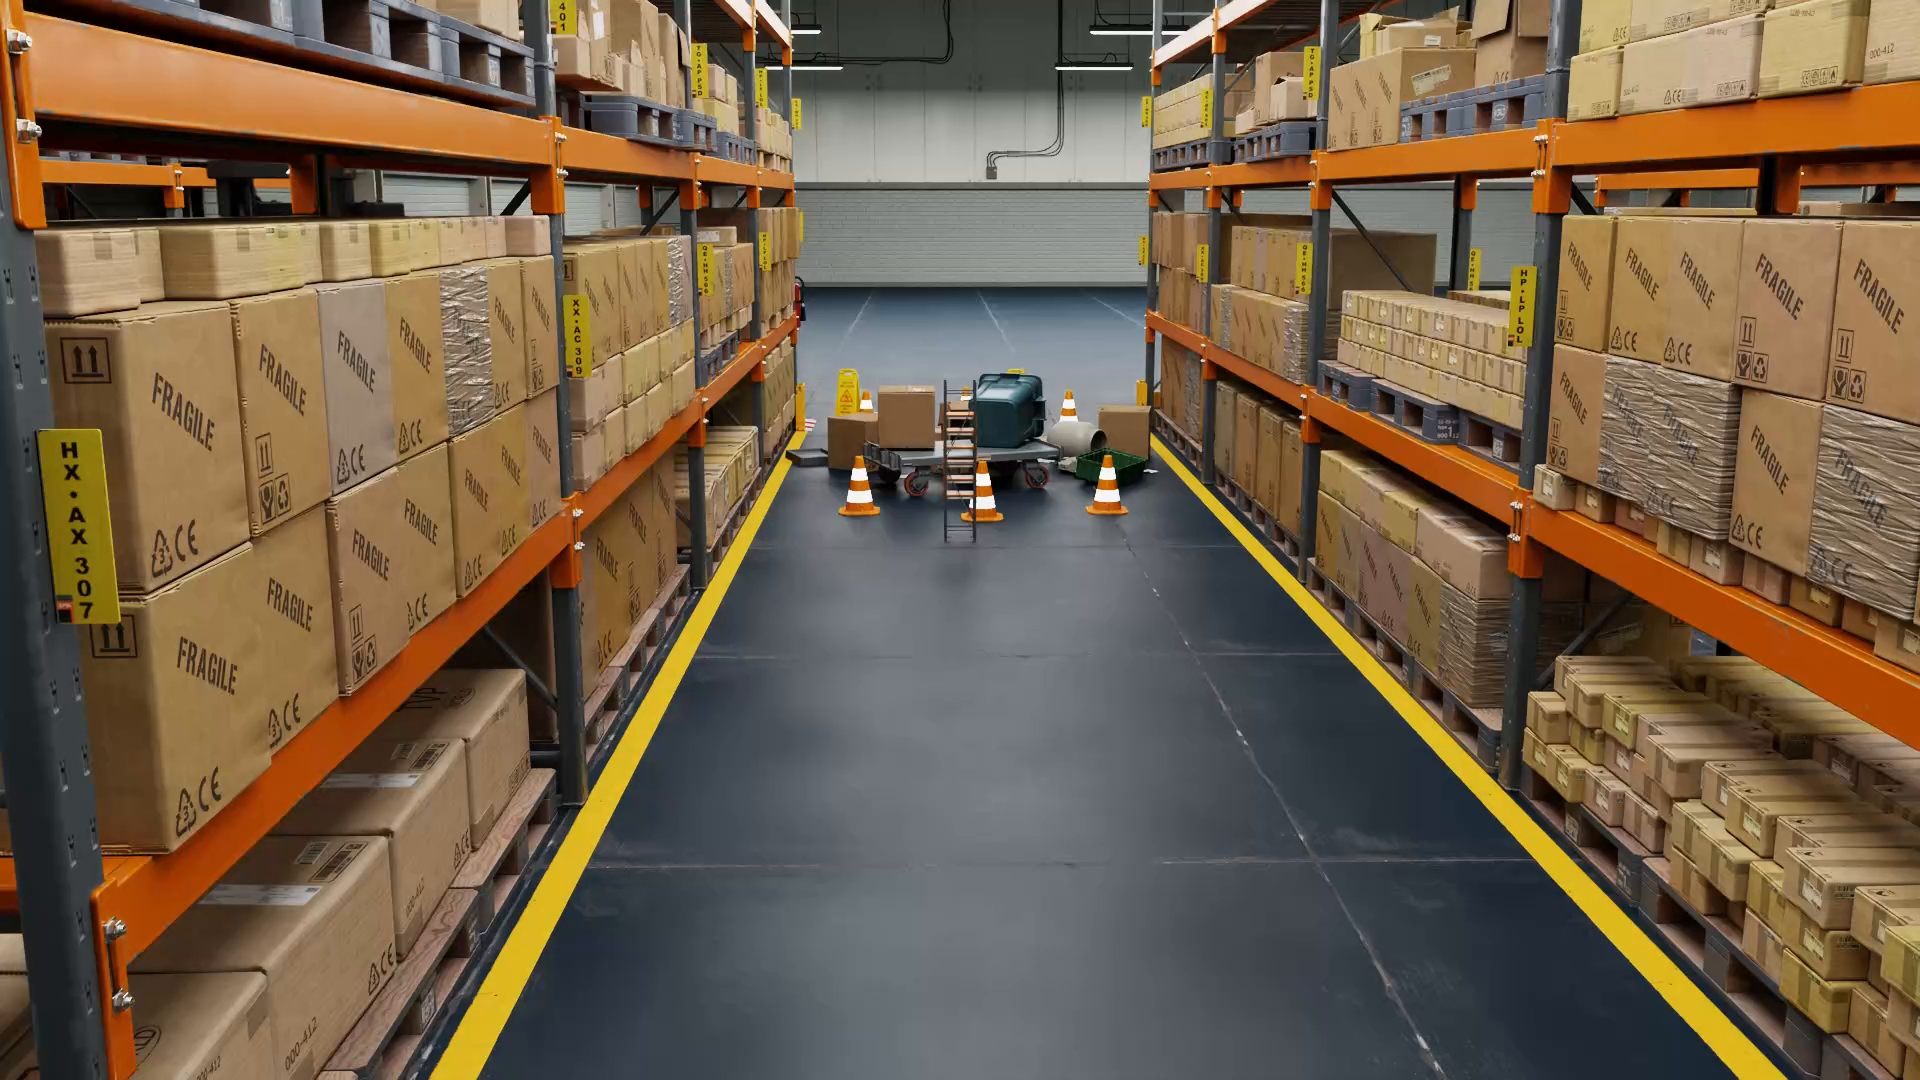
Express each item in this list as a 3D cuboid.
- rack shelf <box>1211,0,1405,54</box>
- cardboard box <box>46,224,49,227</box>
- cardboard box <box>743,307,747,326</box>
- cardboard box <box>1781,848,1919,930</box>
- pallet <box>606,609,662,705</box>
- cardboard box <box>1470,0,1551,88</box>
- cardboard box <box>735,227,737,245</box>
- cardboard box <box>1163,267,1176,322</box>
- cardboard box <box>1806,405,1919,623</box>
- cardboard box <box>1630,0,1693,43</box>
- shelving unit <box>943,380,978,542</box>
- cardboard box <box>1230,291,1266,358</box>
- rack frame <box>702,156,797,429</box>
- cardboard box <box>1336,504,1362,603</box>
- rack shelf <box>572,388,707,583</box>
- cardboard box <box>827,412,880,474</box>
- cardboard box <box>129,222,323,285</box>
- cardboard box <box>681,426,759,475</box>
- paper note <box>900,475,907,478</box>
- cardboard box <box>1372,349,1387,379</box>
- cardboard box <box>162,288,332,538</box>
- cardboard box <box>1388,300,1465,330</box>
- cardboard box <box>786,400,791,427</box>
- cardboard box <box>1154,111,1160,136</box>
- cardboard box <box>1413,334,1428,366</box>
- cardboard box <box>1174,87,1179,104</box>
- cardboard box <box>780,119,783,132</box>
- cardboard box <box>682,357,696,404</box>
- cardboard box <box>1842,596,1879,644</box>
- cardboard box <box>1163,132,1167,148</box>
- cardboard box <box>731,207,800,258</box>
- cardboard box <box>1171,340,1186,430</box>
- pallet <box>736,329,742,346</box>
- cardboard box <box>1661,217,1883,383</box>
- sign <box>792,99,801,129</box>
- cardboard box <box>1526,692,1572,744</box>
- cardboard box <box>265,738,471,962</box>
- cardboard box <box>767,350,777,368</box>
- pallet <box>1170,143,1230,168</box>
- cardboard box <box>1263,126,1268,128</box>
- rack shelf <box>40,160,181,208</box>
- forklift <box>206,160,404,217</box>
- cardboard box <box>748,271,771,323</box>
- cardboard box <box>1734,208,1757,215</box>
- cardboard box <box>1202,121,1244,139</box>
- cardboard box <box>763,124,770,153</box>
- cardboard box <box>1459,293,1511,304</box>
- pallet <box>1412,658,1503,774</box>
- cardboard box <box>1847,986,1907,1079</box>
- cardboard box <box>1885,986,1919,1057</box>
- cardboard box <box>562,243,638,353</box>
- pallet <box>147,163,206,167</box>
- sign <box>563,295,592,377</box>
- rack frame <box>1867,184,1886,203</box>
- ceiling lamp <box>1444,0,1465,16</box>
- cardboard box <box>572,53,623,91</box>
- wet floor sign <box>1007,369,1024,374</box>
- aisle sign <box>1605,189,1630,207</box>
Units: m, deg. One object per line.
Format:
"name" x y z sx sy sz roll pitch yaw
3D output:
"rack shelf" 2.735 -3.976 12.340 1.077 0.370 4.000 0 11 -1
"cardboard box" -2.296 -0.635 3.749 0.380 0.149 0.250 0 11 0
"cardboard box" -1.938 -1.820 13.560 0.380 0.149 0.250 0 11 -2
"cardboard box" 2.594 0.993 4.739 0.380 0.149 0.250 0 11 1
"pallet" -2.207 0.619 8.978 1.003 0.211 1.213 0 11 -1
"cardboard box" 2.958 -2.426 8.113 0.797 0.503 0.637 0 11 -2
"cardboard box" -1.991 -2.432 13.318 0.380 0.149 0.250 -1 11 -3
"cardboard box" 2.583 -2.556 17.237 0.875 0.550 0.550 0 11 -1
"cardboard box" 2.649 -0.083 4.424 0.500 0.500 0.500 0 11 -1
"cardboard box" 2.635 -1.838 5.649 0.500 0.250 0.500 0 11 -1
"shelving unit" 0.000 -0.591 12.454 0.258 1.200 0.189 0 11 -1
"cardboard box" 2.454 -1.726 13.270 0.500 0.500 0.500 0 11 -1
"rack frame" -2.336 -2.737 18.505 1.000 3.000 0.127 0 11 -1
"cardboard box" 2.550 0.074 9.882 0.500 0.500 0.500 0 11 0
"rack shelf" -2.129 -0.397 8.779 1.077 0.370 4.000 0 11 -1
"cardboard box" -0.915 -0.937 15.912 0.500 0.500 0.500 9 15 38
"cardboard box" -1.785 -0.693 4.034 0.380 0.149 0.250 0 11 -1
"cardboard box" -2.240 -0.756 14.292 0.950 0.372 0.625 0 11 0
"paper note" -0.558 -0.599 15.435 0.148 0.019 0.142 0 11 -1
"cardboard box" 2.602 -1.019 9.615 0.380 0.149 0.250 0 11 1
"cardboard box" -1.748 -0.295 3.701 0.500 0.500 0.500 -1 11 -3
"cardboard box" 2.613 -1.260 9.305 0.380 0.149 0.250 0 11 1
"cardboard box" -2.047 -1.333 17.443 0.500 0.250 0.500 0 11 -1
"cardboard box" 2.364 -4.477 17.862 0.500 0.250 0.500 0 11 -1
"cardboard box" 2.623 -1.009 8.816 0.380 0.149 0.250 0 11 1
"cardboard box" 2.330 -4.399 16.471 0.380 0.149 0.250 0 11 0
"cardboard box" -2.043 -4.307 17.324 0.380 0.149 0.250 0 11 -2
"cardboard box" -1.901 -0.974 10.191 0.500 0.250 0.500 -1 11 -3
"cardboard box" 2.714 0.206 4.630 0.380 0.149 0.250 -1 11 -4
"cardboard box" 2.314 -4.159 17.294 0.380 0.149 0.250 0 11 -1
"cardboard box" -1.991 -3.119 16.877 0.700 0.500 0.500 0 11 -2
"cardboard box" 2.711 -1.632 17.349 0.875 0.875 0.875 0 11 -2
"pallet" -2.383 -1.695 13.853 1.003 0.211 1.213 0 11 -1
"cardboard box" 2.630 -0.783 5.359 0.500 0.500 0.500 0 11 0
"sign" -1.781 -4.639 18.111 0.100 0.325 0.005 0 11 -1
"cardboard box" 2.547 0.727 6.797 0.380 0.149 0.250 0 11 1
"cardboard box" -2.163 1.002 5.466 0.875 0.438 0.875 -1 11 -3
"cardboard box" -1.951 -1.731 15.889 0.380 0.149 0.250 0 11 1
"pallet" 2.665 -3.813 16.490 1.003 0.211 1.213 0 11 -1
"cardboard box" 2.520 -3.268 12.611 0.396 0.266 0.258 0 11 -1
"rack shelf" -7.174 -2.641 12.296 1.077 0.370 4.000 0 11 -1
"forklift" -4.787 -1.485 12.505 1.130 2.935 3.031 0 11 -2
"cardboard box" -1.984 -2.225 14.983 0.500 0.500 0.500 0 11 -1
"cardboard box" 7.370 -2.756 15.083 0.500 0.500 0.500 0 11 -1
"cardboard box" 2.366 -3.655 14.811 0.380 0.149 0.250 0 11 -1
"cardboard box" -2.009 -3.675 15.215 0.500 0.250 0.500 0 11 -2
"cardboard box" 3.248 -1.416 10.073 0.380 0.149 0.250 0 11 -2
"pallet" 2.841 0.820 7.987 1.003 0.211 1.213 0 11 -1
"cardboard box" 2.678 1.338 4.533 0.380 0.149 0.250 0 11 -1
"cardboard box" 2.633 1.242 4.260 0.380 0.149 0.250 -1 11 -3
"cardboard box" -1.856 -1.180 8.064 0.500 0.500 0.500 -1 11 -3
"pallet" -7.282 -3.759 16.220 1.003 0.211 1.213 0 11 -1
"sign" -1.533 -0.817 6.666 0.100 0.325 0.005 0 11 -1
"rack frame" 7.655 -1.982 14.787 1.000 3.000 0.127 0 11 -1
"ceiling lamp" 10.658 -11.838 33.595 2.000 3.185 0.800 0 11 -1
"cardboard box" -1.764 -2.166 7.678 0.380 0.166 0.250 -1 12 -5
"wet floor sign" 0.631 -1.621 18.927 0.267 0.644 0.232 -2 12 -11
"aisle sign" 7.271 -4.063 18.502 0.394 0.787 0.004 0 11 -1
